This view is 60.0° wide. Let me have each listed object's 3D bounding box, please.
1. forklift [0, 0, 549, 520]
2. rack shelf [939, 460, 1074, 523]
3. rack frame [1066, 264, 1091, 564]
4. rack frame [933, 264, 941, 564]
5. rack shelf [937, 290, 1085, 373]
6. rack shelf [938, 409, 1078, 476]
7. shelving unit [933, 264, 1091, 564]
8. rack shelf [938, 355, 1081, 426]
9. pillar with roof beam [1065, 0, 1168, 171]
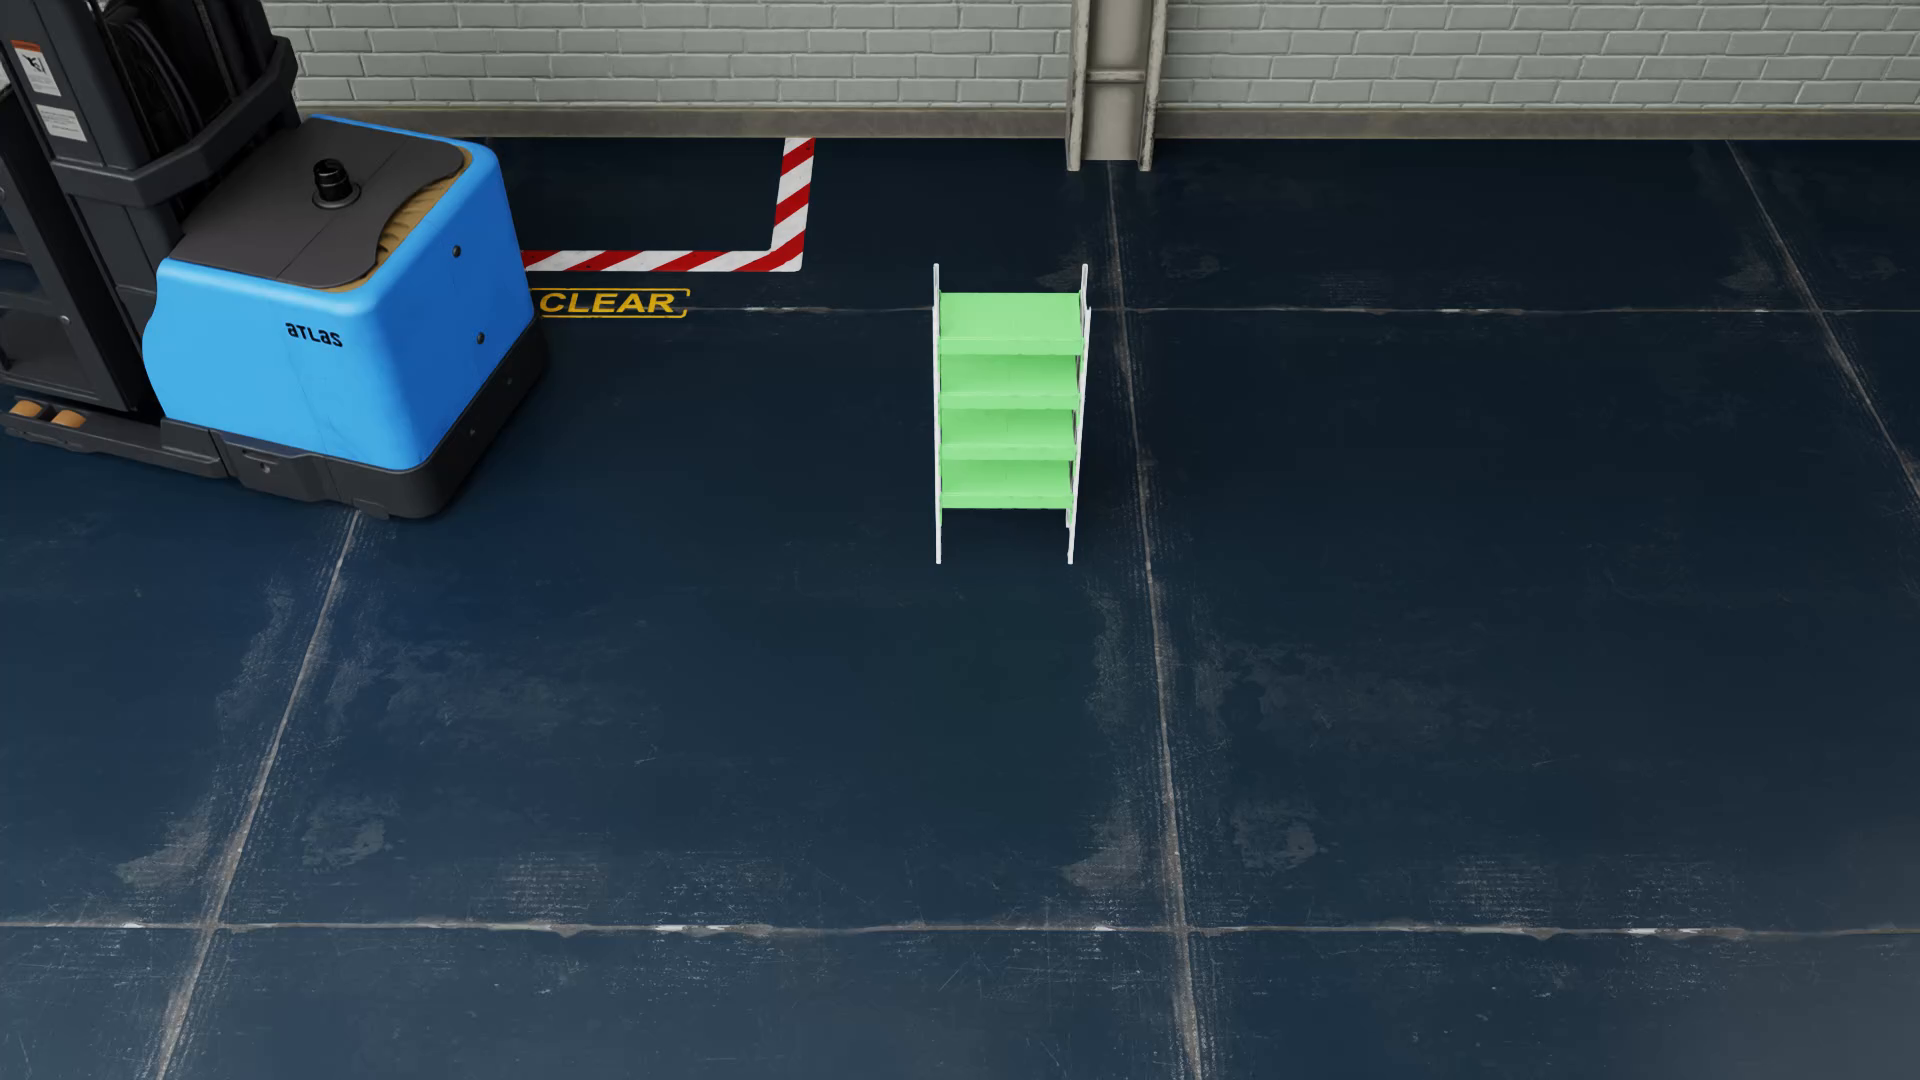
[{"bbox_3d":[-3.267,-1.703,5.833,3.031,2.935,1.130,13,48,12],"label":"forklift"},{"bbox_3d":[0.166,-0.201,6.033,0.480,0.148,0.258,0,47,0],"label":"rack shelf"},{"bbox_3d":[0.410,-0.408,5.810,0.015,1.200,0.240,0,47,0],"label":"rack frame"},{"bbox_3d":[-0.078,-0.409,5.811,0.015,1.200,0.240,0,47,0],"label":"rack frame"},{"bbox_3d":[0.166,-0.692,5.506,0.480,0.148,0.258,0,47,0],"label":"rack shelf"},{"bbox_3d":[0.166,-0.365,5.857,0.480,0.148,0.258,0,47,0],"label":"rack shelf"},{"bbox_3d":[0.166,-0.408,5.810,0.503,1.200,0.258,0,47,0],"label":"shelving unit"},{"bbox_3d":[0.166,-0.528,5.681,0.480,0.148,0.258,0,47,0],"label":"rack shelf"},{"bbox_3d":[0.692,-1.777,1.756,0.400,9.000,9.100,0,47,0],"label":"pillar with roof beam"}]
